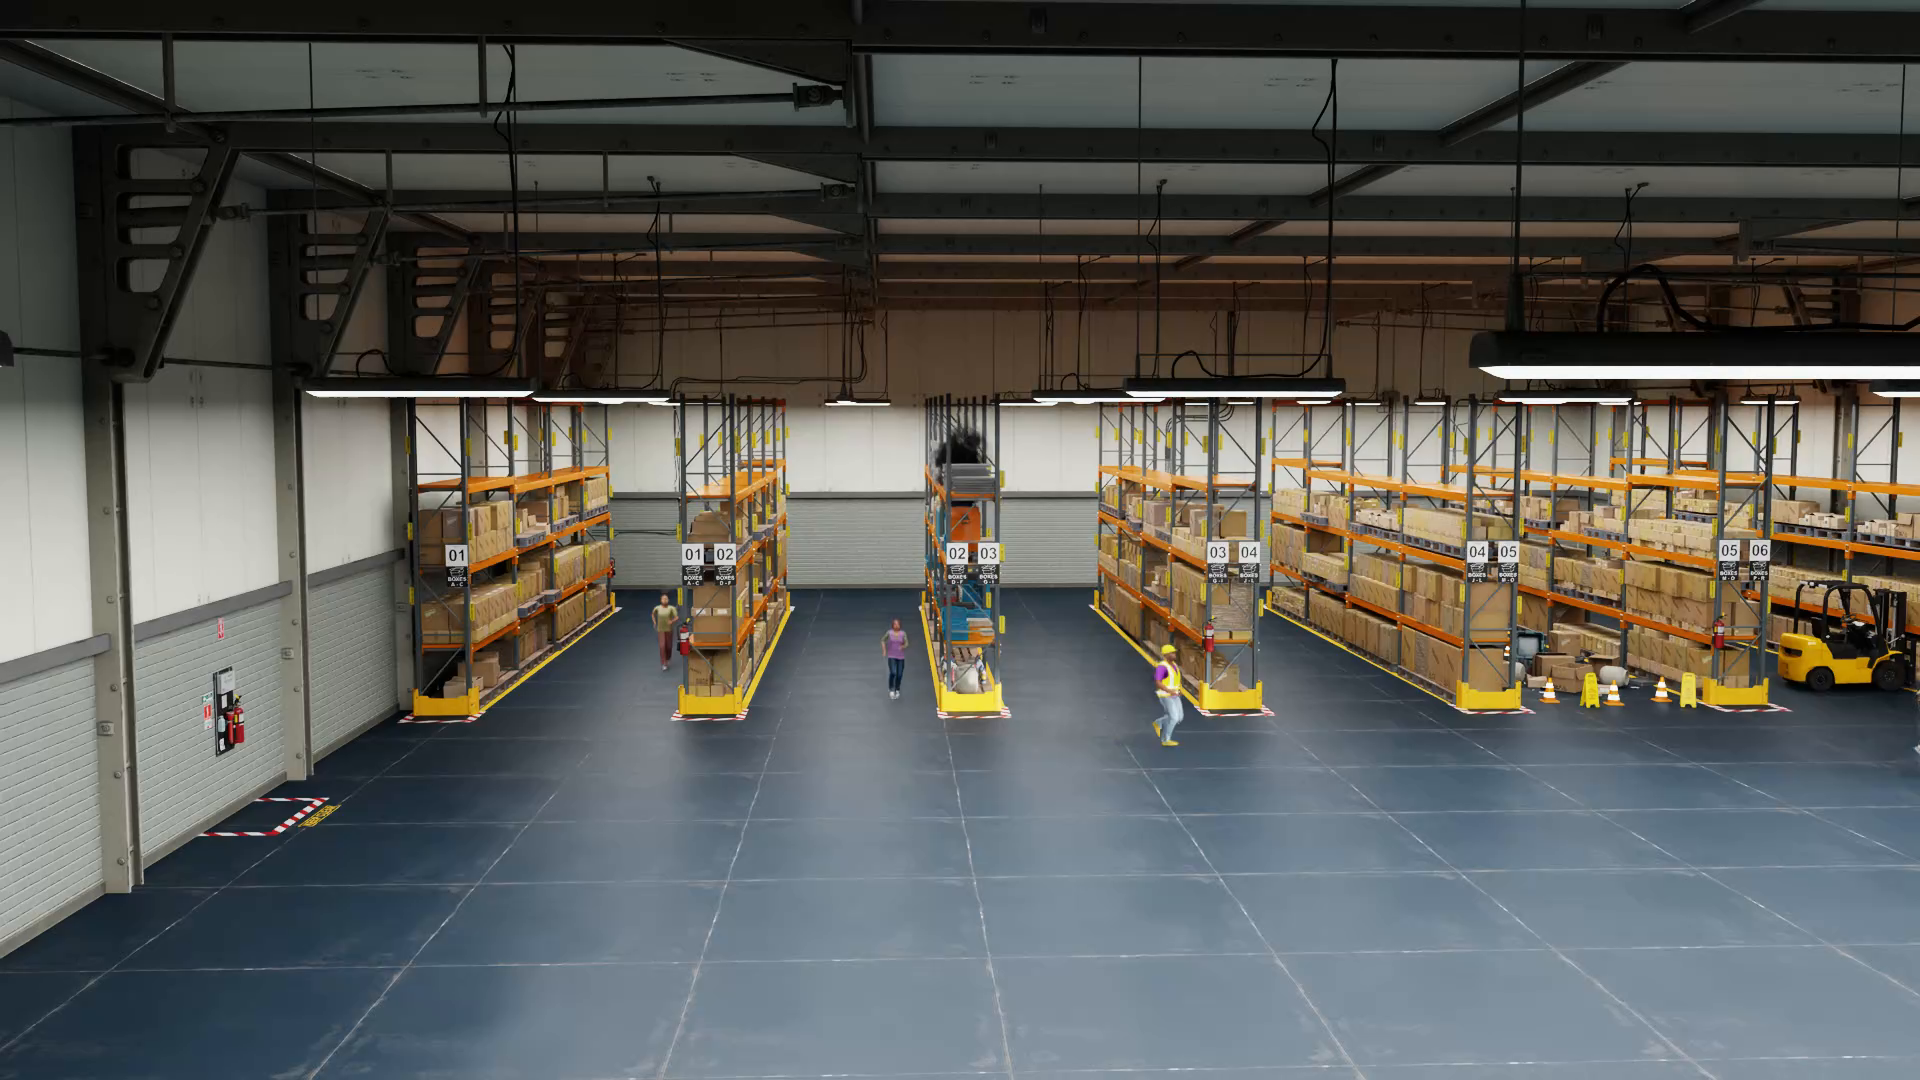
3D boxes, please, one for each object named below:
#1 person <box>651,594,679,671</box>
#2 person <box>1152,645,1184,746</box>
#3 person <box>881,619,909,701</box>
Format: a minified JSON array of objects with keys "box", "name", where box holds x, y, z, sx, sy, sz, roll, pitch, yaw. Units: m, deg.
[{"box":[-6.479,2.002,36.551,0.597,1.656,0.803,-1,5,-11],"name":"person"},{"box":[3.521,2.633,28.231,0.614,1.724,0.753,3,5,31],"name":"person"},{"box":[-1.262,2.345,32.649,0.510,1.607,0.676,-1,5,-12],"name":"person"}]
